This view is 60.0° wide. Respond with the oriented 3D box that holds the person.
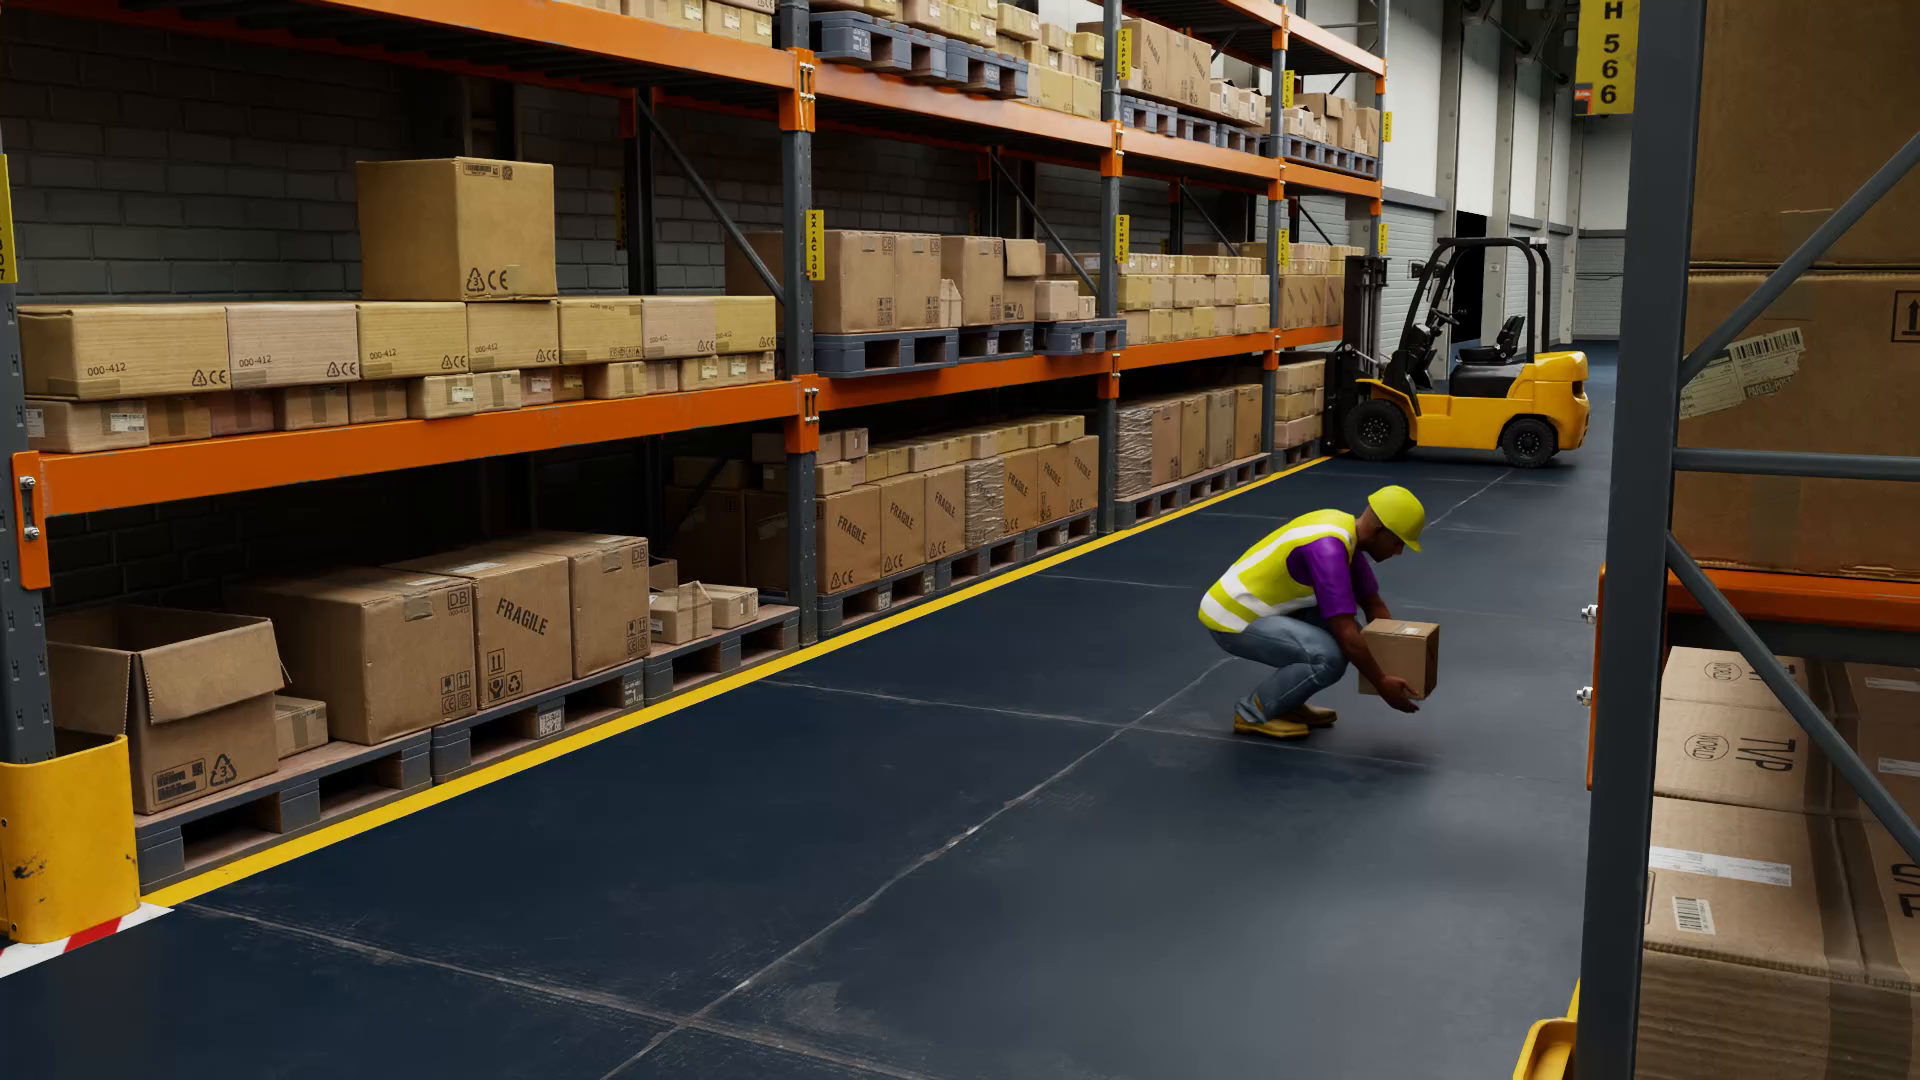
[{"bbox_3d":[1.411,0.268,6.581,0.885,0.997,0.588,4,10,26],"label":"person"}]
